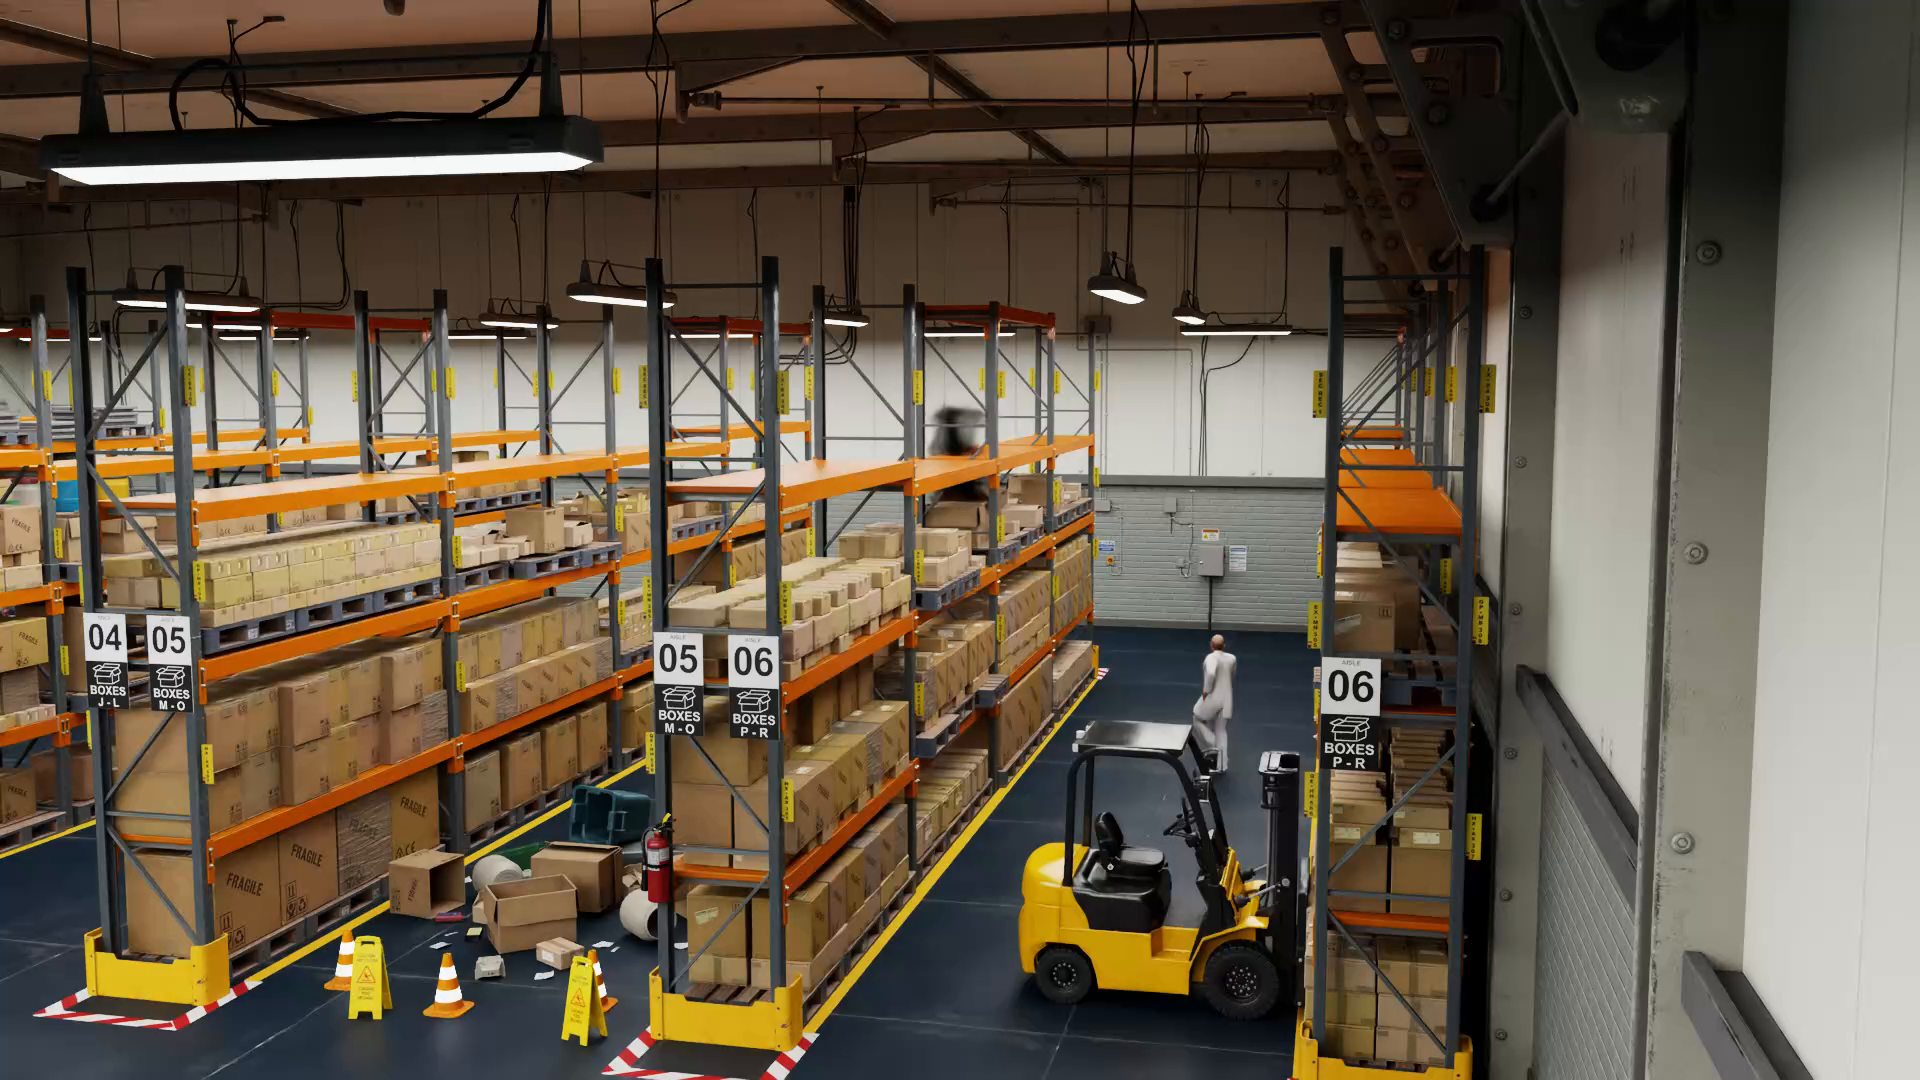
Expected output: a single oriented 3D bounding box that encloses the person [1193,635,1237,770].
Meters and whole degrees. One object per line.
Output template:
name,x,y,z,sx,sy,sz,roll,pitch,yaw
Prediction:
person,3.392,2.099,21.801,0.653,1.718,0.928,-2,6,-22
